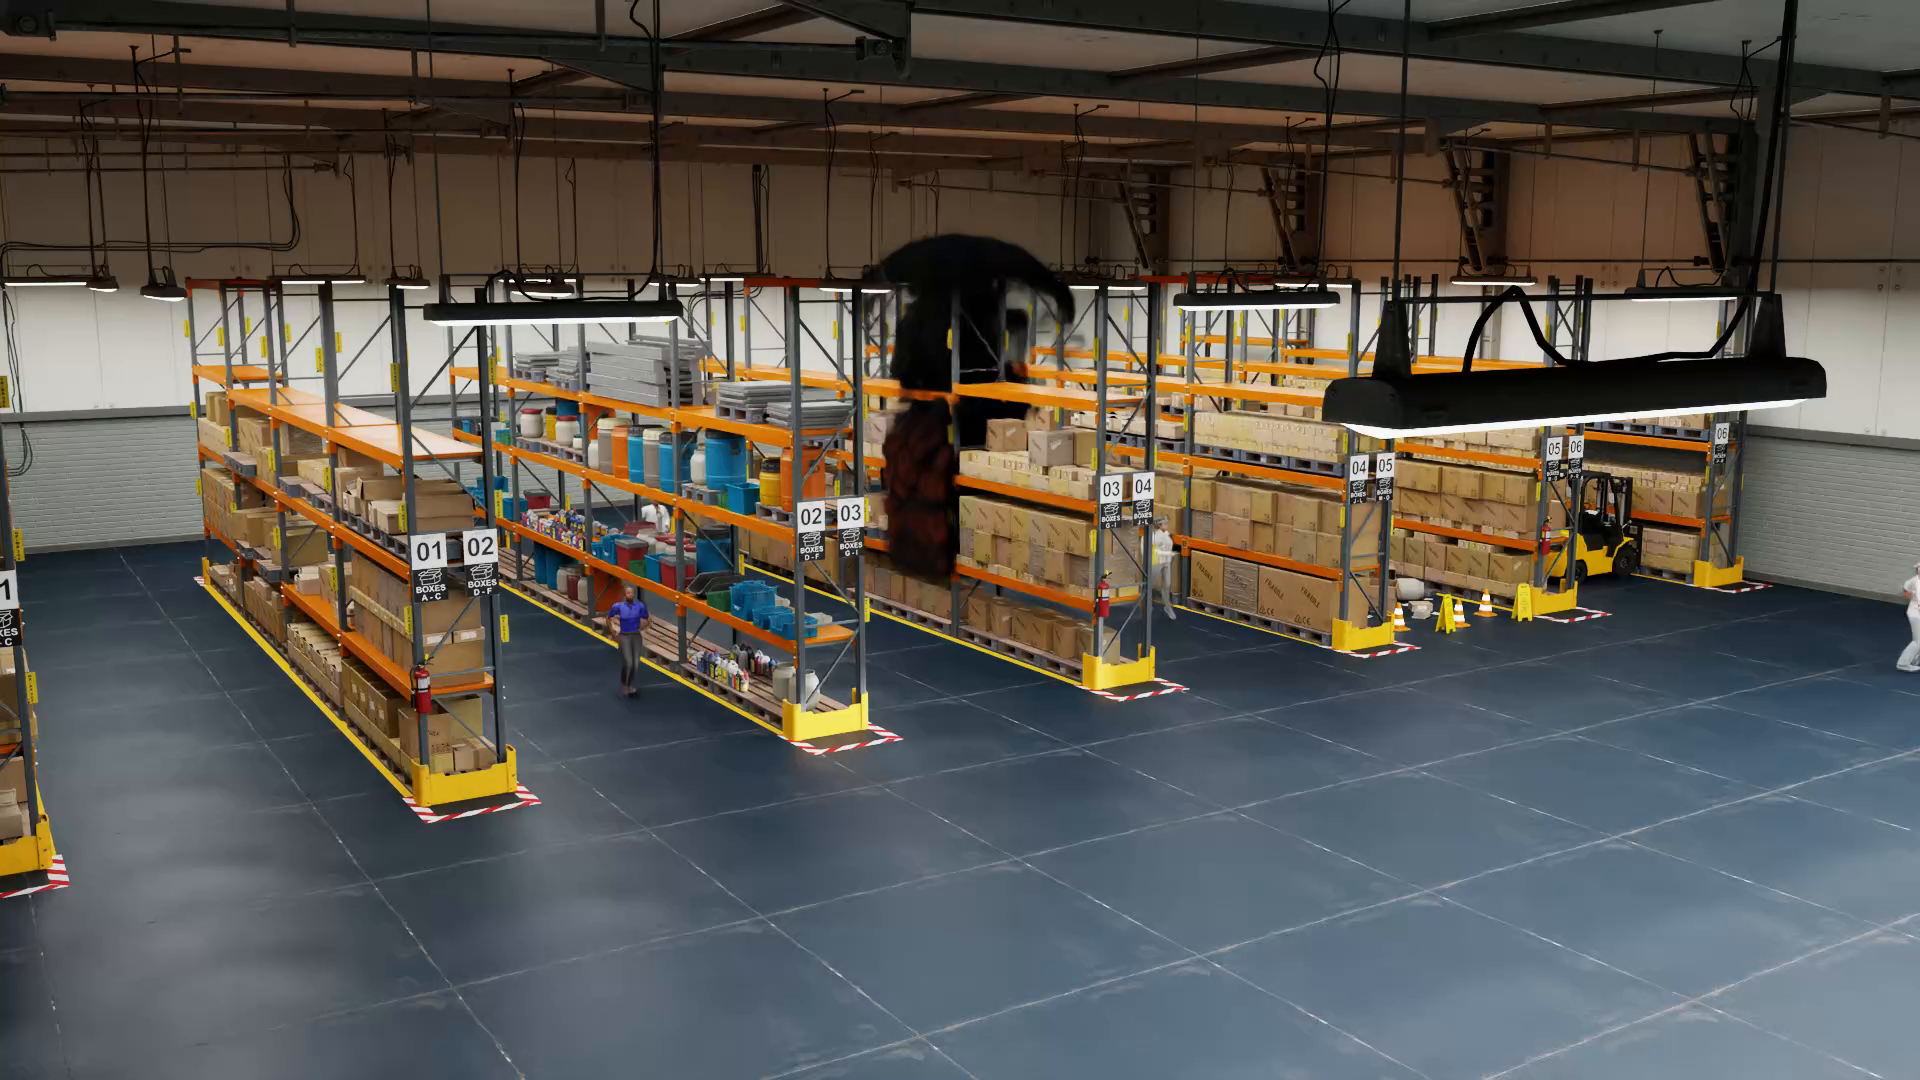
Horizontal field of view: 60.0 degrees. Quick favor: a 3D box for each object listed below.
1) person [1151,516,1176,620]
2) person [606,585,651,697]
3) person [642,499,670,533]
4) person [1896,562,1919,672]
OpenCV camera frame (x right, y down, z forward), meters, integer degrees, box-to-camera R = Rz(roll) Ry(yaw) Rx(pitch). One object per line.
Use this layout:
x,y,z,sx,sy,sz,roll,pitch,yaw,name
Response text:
3.460,0.459,28.584,0.631,1.804,0.711,-8,13,-41,person
-4.811,1.483,24.305,0.634,1.638,0.577,-5,11,-26,person
-6.046,-0.072,33.220,0.701,1.738,0.626,-9,13,-43,person
14.909,1.193,25.687,0.656,1.788,0.644,5,11,25,person
